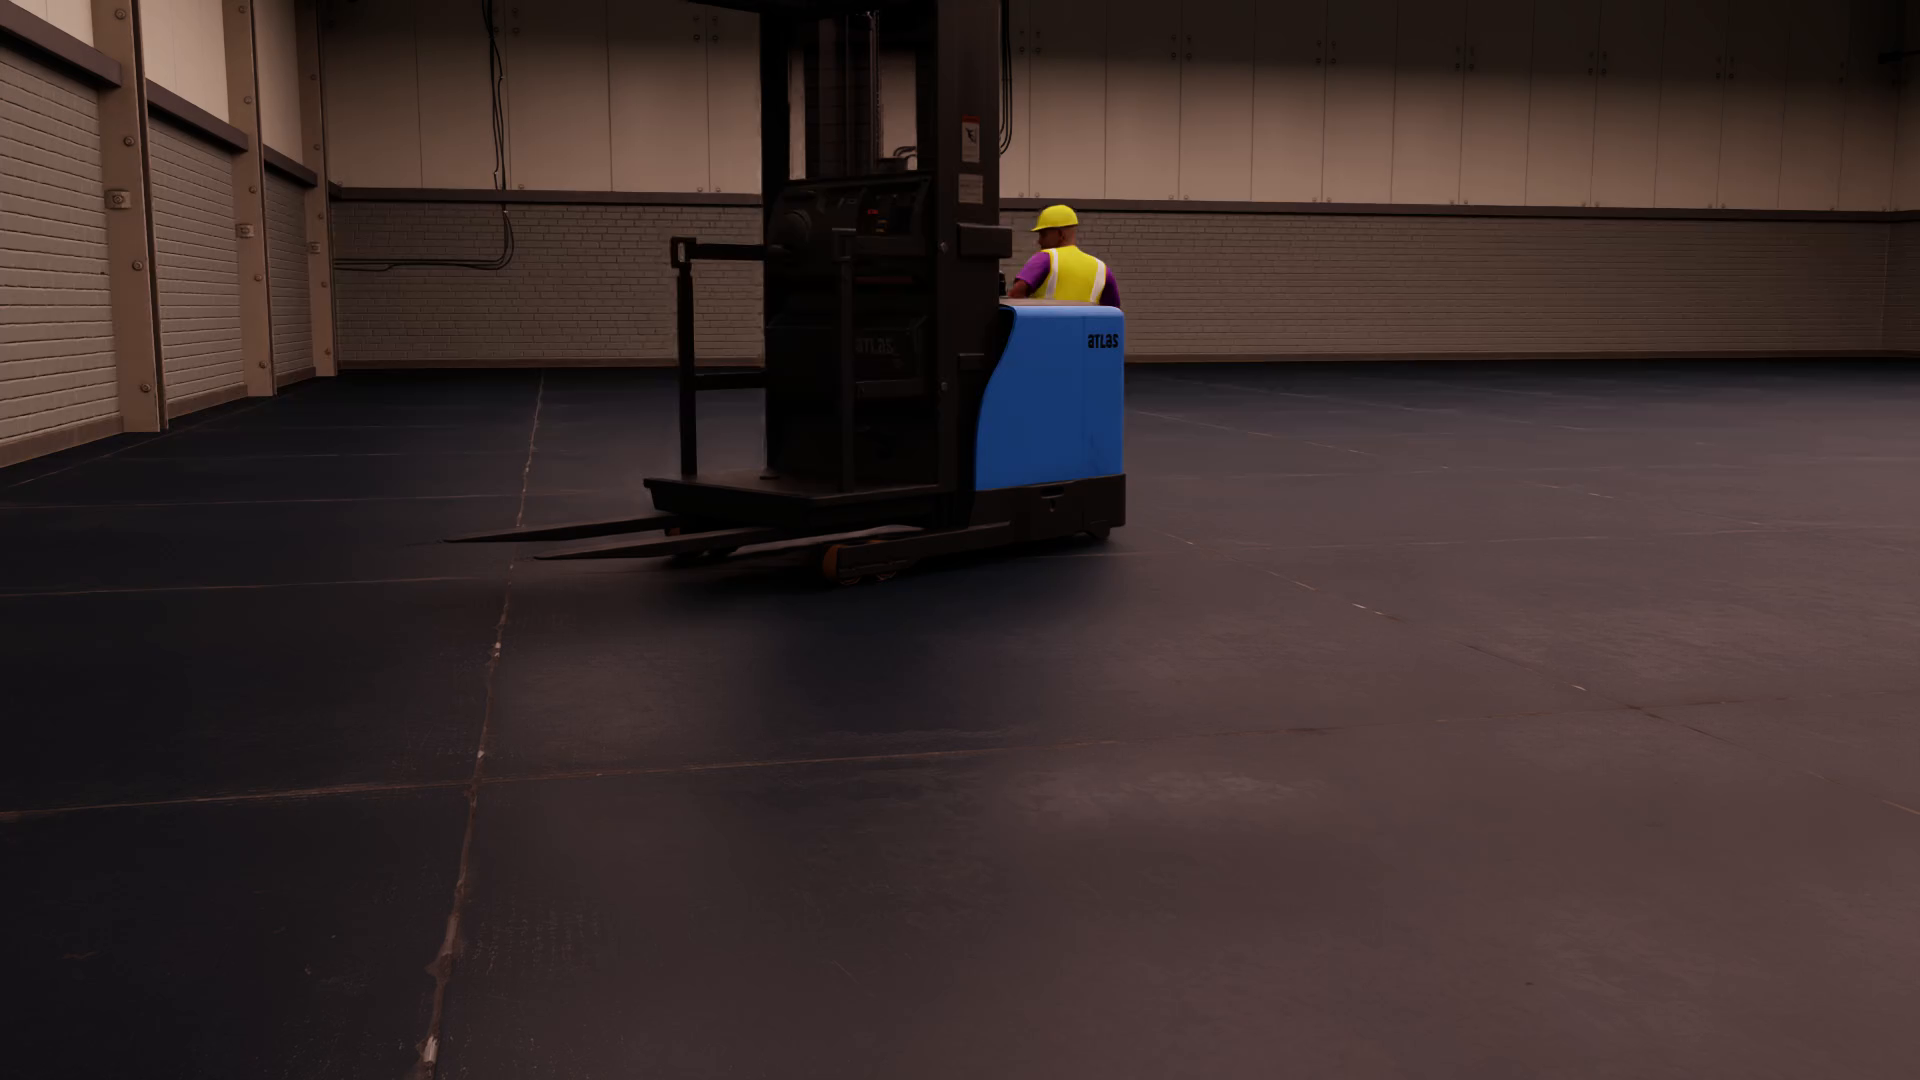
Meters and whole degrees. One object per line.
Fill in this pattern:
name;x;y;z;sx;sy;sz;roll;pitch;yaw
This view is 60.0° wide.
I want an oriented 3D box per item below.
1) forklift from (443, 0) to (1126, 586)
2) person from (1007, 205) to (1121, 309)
forklift;-0.616;-1.352;6.792;1.130;2.935;3.031;8;11;43
person;0.536;-1.109;9.697;0.858;1.664;0.621;-2;8;-11
